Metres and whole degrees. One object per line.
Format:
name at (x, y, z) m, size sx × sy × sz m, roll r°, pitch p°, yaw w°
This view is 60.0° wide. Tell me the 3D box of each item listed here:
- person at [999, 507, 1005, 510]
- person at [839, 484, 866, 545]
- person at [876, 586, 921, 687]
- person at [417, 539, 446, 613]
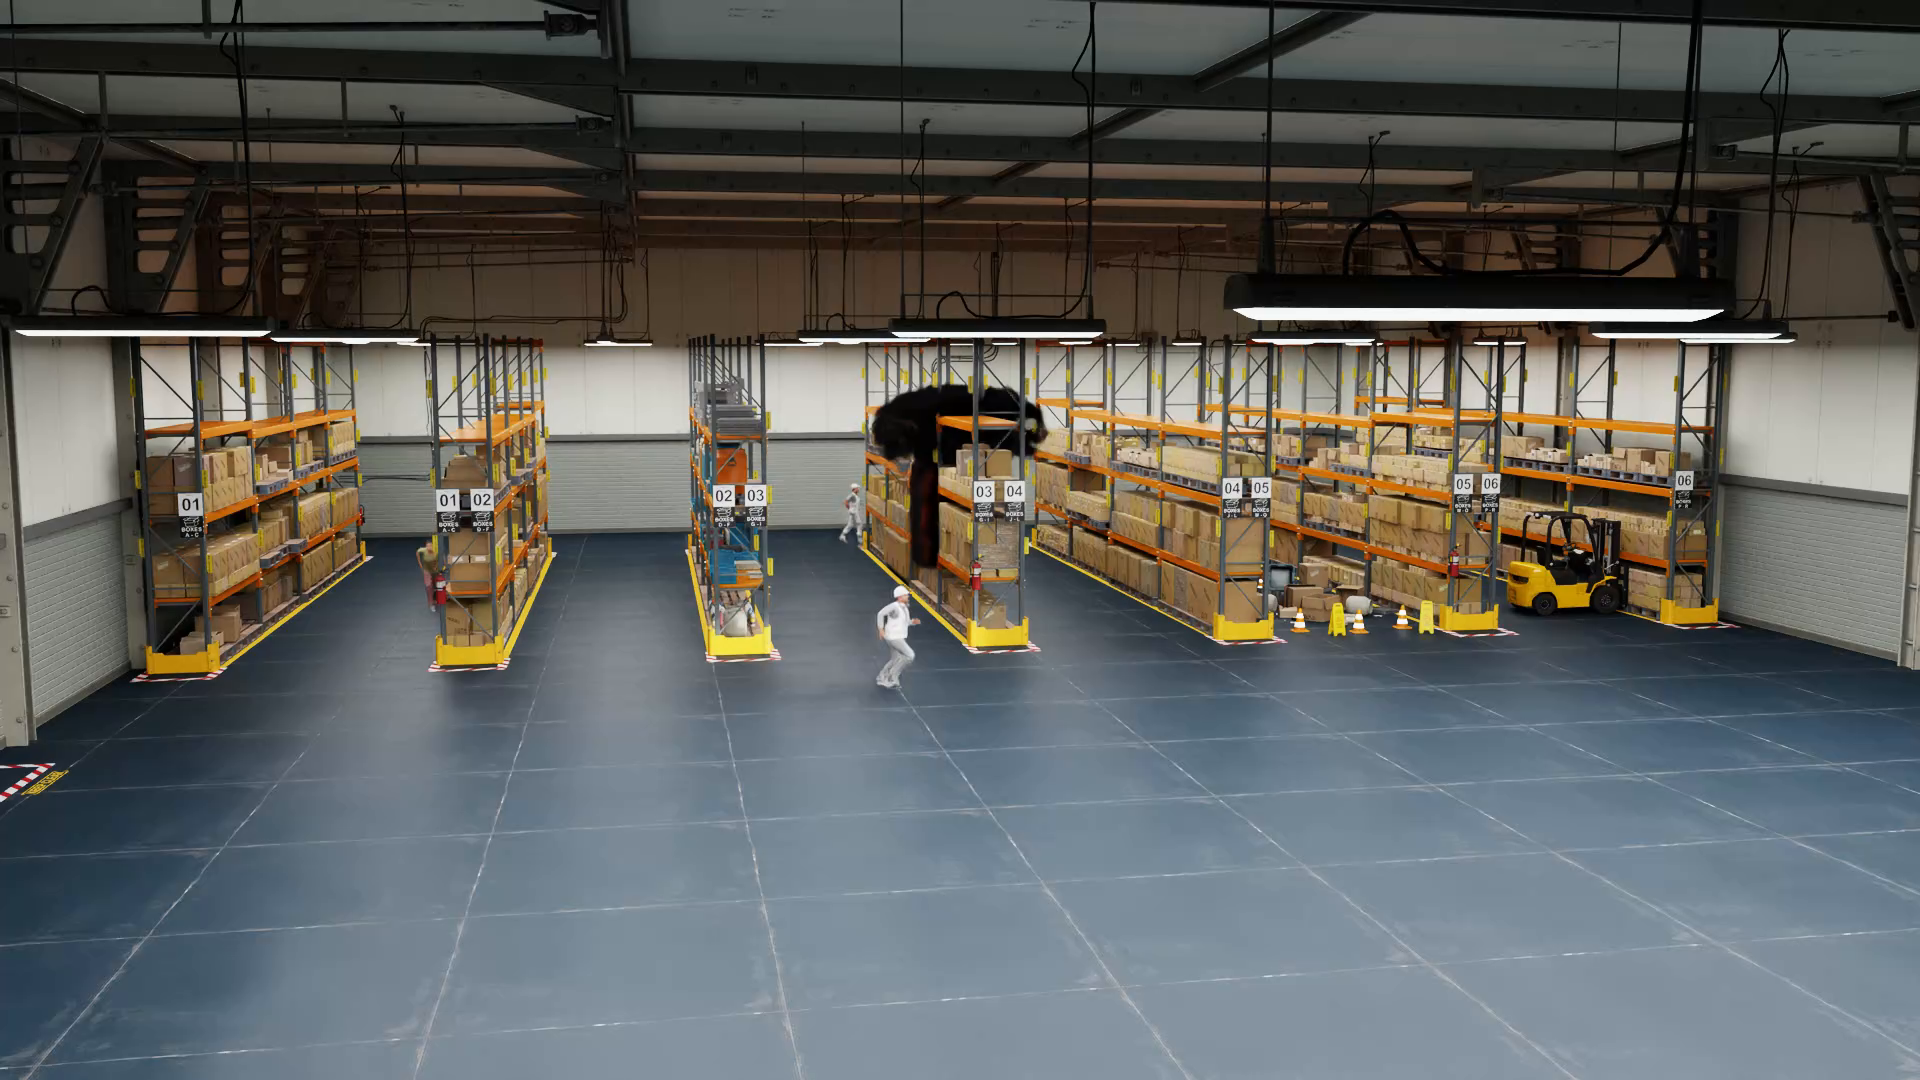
person at (1.256, -0.812, 49.505) m, size 0.644 × 1.844 × 0.789 m, roll 3°, pitch 7°, yaw 26°
person at (-3.131, -0.737, 48.671) m, size 0.850 × 1.838 × 0.623 m, roll -1°, pitch 7°, yaw -6°
person at (-1.043, 1.639, 28.011) m, size 0.772 × 1.723 × 0.690 m, roll 2°, pitch 7°, yaw 19°
person at (-11.641, 0.753, 36.691) m, size 0.616 × 1.625 × 1.003 m, roll -1°, pitch 7°, yaw -9°
